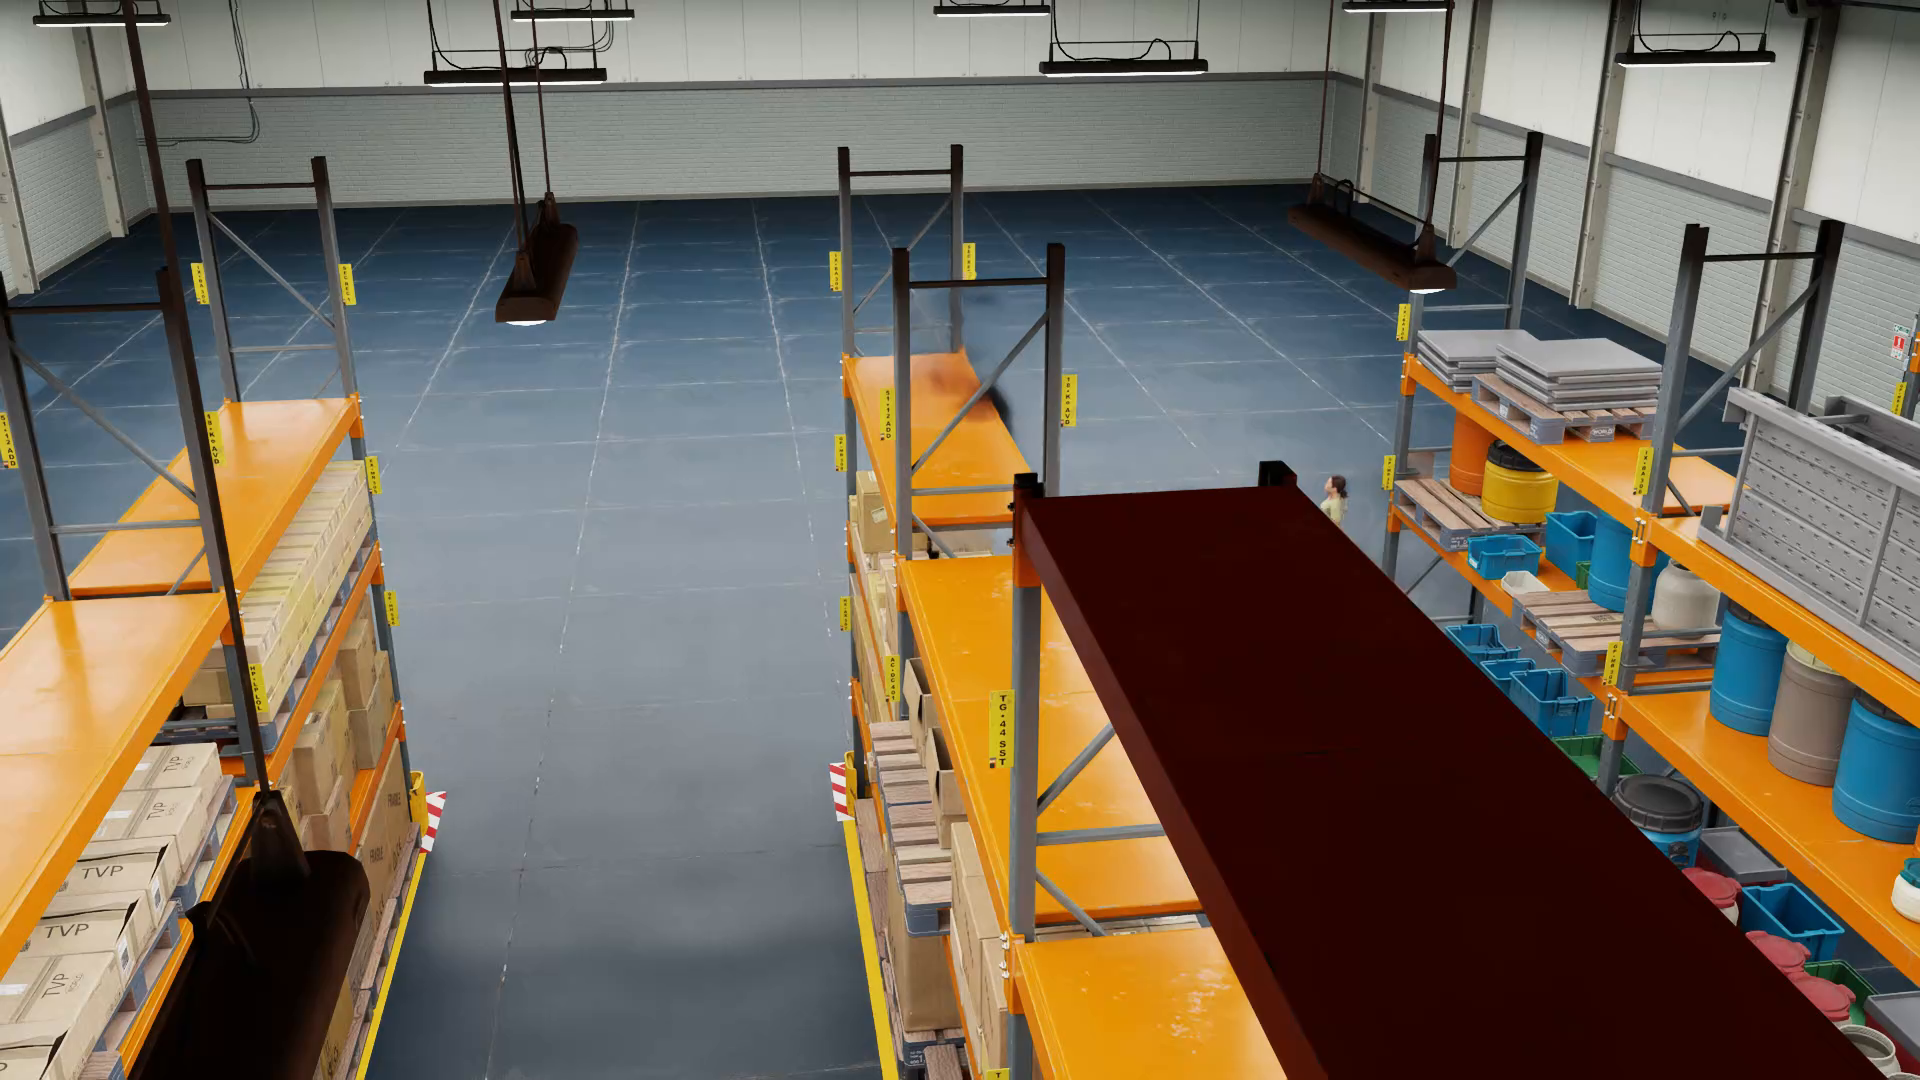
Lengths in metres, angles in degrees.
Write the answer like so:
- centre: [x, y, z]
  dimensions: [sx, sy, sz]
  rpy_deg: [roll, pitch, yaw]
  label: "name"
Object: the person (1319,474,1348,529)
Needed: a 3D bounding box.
- centre: [4.335, -0.002, 19.452]
  dimensions: [0.558, 1.620, 0.580]
  rpy_deg: [6, 22, 14]
  label: "person"
